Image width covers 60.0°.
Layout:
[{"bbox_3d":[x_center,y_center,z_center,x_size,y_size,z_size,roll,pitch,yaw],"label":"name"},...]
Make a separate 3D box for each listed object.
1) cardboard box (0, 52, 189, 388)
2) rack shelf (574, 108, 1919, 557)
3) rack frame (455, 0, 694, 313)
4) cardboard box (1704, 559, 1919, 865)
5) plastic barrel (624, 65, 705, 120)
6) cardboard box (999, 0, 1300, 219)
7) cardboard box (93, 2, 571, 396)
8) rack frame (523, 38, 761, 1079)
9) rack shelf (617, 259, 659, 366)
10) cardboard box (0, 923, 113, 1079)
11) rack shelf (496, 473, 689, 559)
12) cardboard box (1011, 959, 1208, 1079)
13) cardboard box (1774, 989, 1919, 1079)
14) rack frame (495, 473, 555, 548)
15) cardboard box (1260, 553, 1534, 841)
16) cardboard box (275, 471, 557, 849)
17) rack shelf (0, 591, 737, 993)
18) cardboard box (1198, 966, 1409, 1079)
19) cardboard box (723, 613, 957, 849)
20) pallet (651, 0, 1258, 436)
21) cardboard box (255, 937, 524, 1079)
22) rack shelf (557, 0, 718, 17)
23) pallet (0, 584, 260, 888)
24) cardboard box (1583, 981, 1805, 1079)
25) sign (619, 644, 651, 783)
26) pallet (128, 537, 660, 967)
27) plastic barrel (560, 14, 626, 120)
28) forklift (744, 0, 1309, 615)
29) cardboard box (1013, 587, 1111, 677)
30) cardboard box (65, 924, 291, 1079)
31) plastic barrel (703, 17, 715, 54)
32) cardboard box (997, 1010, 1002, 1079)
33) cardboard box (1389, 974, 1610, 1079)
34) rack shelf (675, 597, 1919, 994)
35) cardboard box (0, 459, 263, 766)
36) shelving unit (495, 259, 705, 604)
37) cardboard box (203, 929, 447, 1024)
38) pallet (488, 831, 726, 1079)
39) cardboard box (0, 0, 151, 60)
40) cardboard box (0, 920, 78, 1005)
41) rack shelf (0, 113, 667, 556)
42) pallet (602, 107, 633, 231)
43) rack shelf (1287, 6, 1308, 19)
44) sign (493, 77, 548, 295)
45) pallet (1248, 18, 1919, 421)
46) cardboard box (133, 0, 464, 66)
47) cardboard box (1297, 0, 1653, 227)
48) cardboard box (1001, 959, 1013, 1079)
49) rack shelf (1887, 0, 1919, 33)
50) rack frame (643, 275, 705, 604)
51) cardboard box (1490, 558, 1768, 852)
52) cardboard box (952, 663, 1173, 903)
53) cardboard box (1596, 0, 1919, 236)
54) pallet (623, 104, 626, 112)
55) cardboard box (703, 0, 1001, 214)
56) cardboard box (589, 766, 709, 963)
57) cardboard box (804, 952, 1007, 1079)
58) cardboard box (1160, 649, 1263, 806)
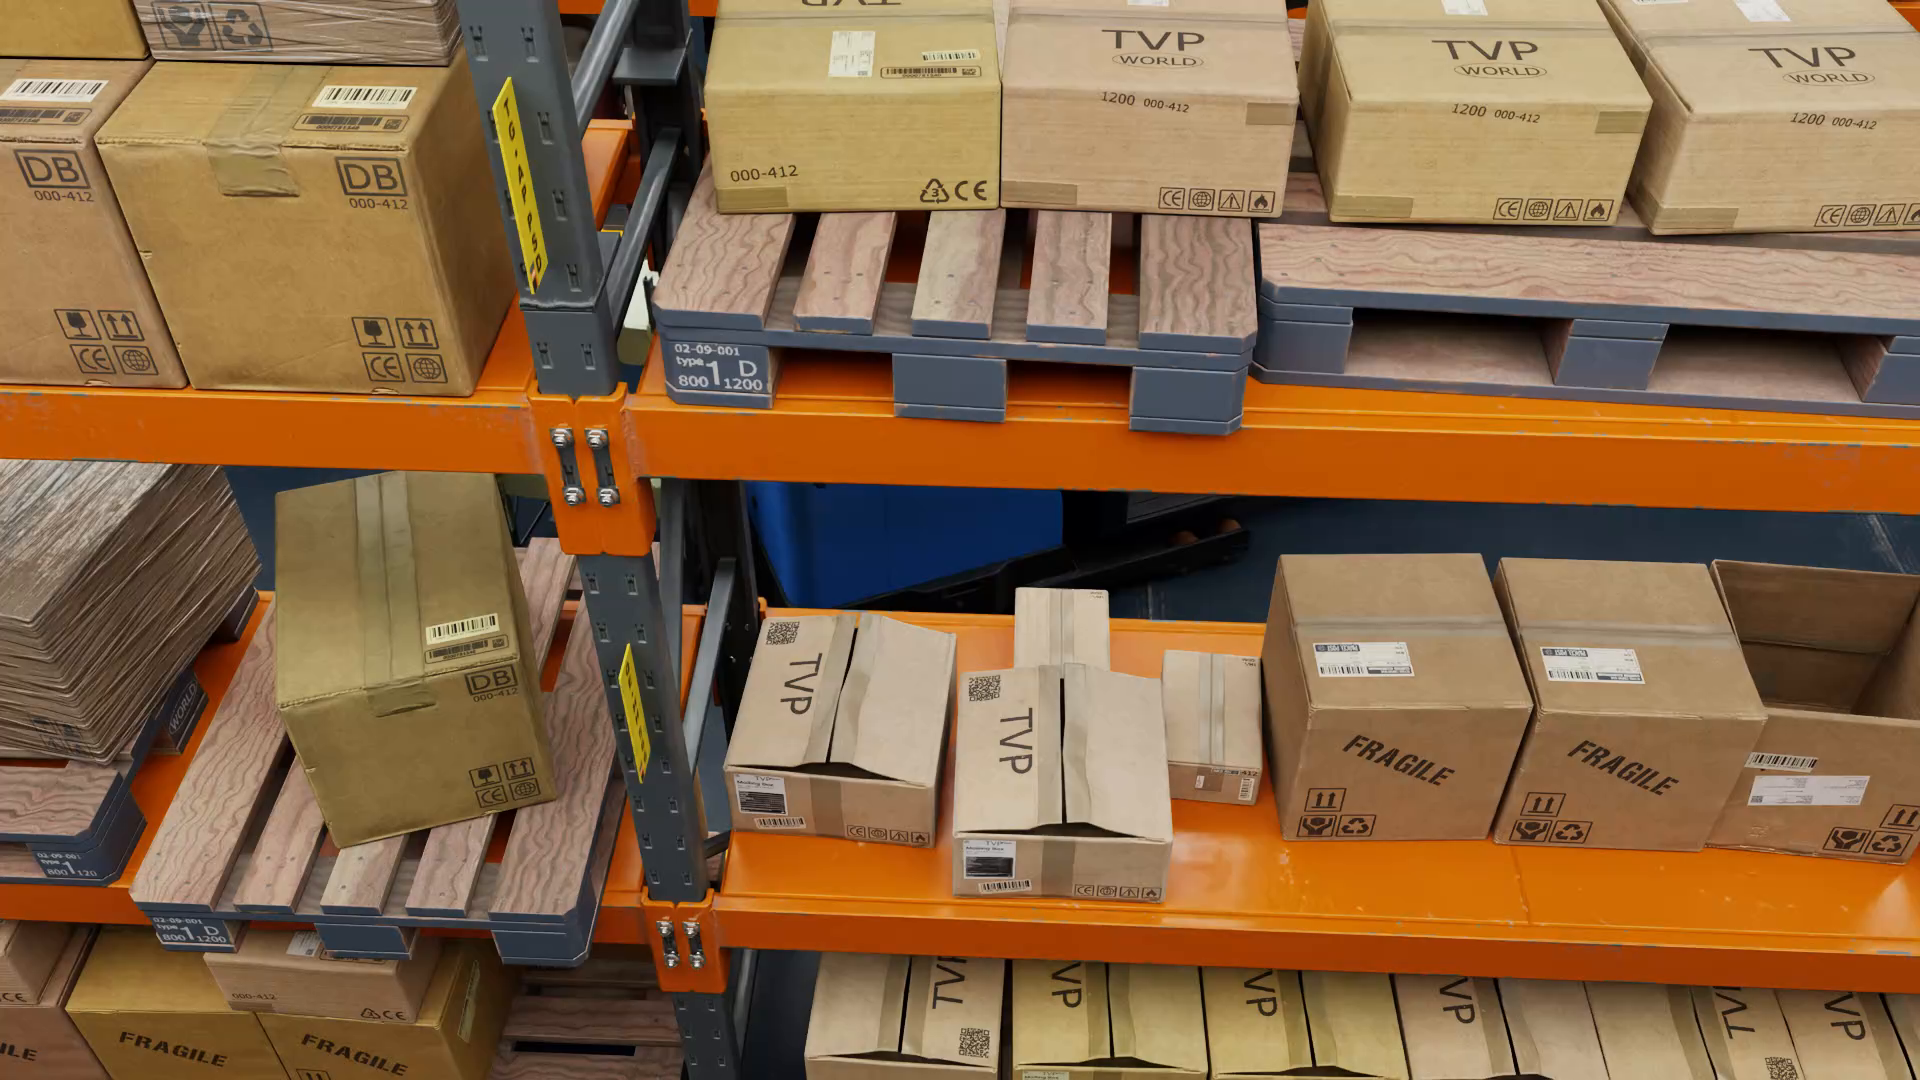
[{"bbox_3d":[-1.591,-0.761,3.093,0.500,0.500,0.910,2,43,2],"label":"cardboard box"},{"bbox_3d":[1.354,-0.394,3.299,4.000,0.370,1.077,2,43,2],"label":"rack shelf"},{"bbox_3d":[-0.644,-1.816,2.098,0.127,3.000,1.000,2,43,2],"label":"rack frame"},{"bbox_3d":[2.059,0.414,4.031,0.500,0.500,0.500,5,43,5],"label":"cardboard box"},{"bbox_3d":[-1.475,-2.197,8.425,0.421,0.512,0.421,0,43,0],"label":"plastic barrel"},{"bbox_3d":[0.336,-0.838,3.050,0.500,0.250,0.500,3,43,3],"label":"cardboard box"},{"bbox_3d":[-1.081,-0.746,3.076,0.500,0.500,0.910,2,43,2],"label":"cardboard box"},{"bbox_3d":[-0.644,0.379,4.143,0.127,3.000,1.000,2,43,2],"label":"rack frame"},{"bbox_3d":[-1.345,-0.777,5.911,0.720,0.370,0.431,9,44,9],"label":"rack shelf"},{"bbox_3d":[-2.630,1.236,4.734,0.500,0.500,0.500,0,43,0],"label":"cardboard box"},{"bbox_3d":[-1.345,-0.253,6.399,0.720,0.370,0.431,9,44,9],"label":"rack shelf"},{"bbox_3d":[0.391,1.253,4.502,0.500,0.311,0.500,1,43,1],"label":"cardboard box"},{"bbox_3d":[2.414,1.320,4.430,0.500,0.311,0.500,3,43,3],"label":"cardboard box"},{"bbox_3d":[-1.702,-0.547,6.237,0.023,1.500,0.400,9,44,9],"label":"rack frame"},{"bbox_3d":[1.033,0.383,4.065,0.500,0.500,0.500,0,43,0],"label":"cardboard box"},{"bbox_3d":[-1.278,0.246,3.904,0.500,0.500,0.700,-12,44,-12],"label":"cardboard box"},{"bbox_3d":[-2.642,0.581,4.454,4.000,0.370,1.077,2,43,2],"label":"rack shelf"},{"bbox_3d":[0.900,1.270,4.484,0.500,0.311,0.500,1,43,1],"label":"cardboard box"},{"bbox_3d":[-0.283,0.453,4.129,0.500,0.311,0.500,4,43,5],"label":"cardboard box"},{"bbox_3d":[0.038,-0.689,3.227,1.003,0.211,1.213,4,43,4],"label":"pallet"},{"bbox_3d":[-1.589,1.264,4.704,0.500,0.500,0.500,3,43,4],"label":"cardboard box"},{"bbox_3d":[-2.415,-2.792,8.074,4.000,0.370,1.077,2,43,2],"label":"rack shelf"},{"bbox_3d":[-2.587,0.393,4.269,1.213,0.211,1.003,2,43,2],"label":"pallet"},{"bbox_3d":[1.916,1.303,4.448,0.500,0.311,0.500,2,43,2],"label":"cardboard box"},{"bbox_3d":[-0.659,0.354,3.378,0.005,0.325,0.100,2,43,2],"label":"sign"},{"bbox_3d":[-1.324,0.476,4.179,1.003,0.211,1.213,2,43,2],"label":"pallet"},{"bbox_3d":[-2.035,-2.303,8.483,0.708,0.588,0.600,2,43,2],"label":"plastic barrel"},{"bbox_3d":[0.618,-1.264,5.957,3.031,2.935,1.130,-15,45,-16],"label":"forklift"},{"bbox_3d":[0.267,0.310,4.400,0.250,0.149,0.380,2,43,2],"label":"cardboard box"},{"bbox_3d":[-2.106,1.248,4.721,0.500,0.500,0.500,0,43,0],"label":"cardboard box"},{"bbox_3d":[-0.907,-2.357,8.363,0.708,0.830,0.600,2,43,2],"label":"plastic barrel"},{"bbox_3d":[-0.134,1.448,4.705,0.500,0.250,0.500,2,43,2],"label":"cardboard box"},{"bbox_3d":[1.414,1.285,4.467,0.500,0.311,0.500,1,43,1],"label":"cardboard box"},{"bbox_3d":[1.354,0.704,4.322,4.000,0.370,1.077,2,43,2],"label":"rack shelf"},{"bbox_3d":[-2.183,0.088,4.073,0.500,0.500,0.700,9,44,10],"label":"cardboard box"},{"bbox_3d":[-1.345,-0.491,6.177,0.755,1.500,0.431,9,44,9],"label":"shelving unit"},{"bbox_3d":[-1.645,0.991,4.447,0.500,0.250,0.500,3,43,4],"label":"cardboard box"},{"bbox_3d":[-1.388,1.351,5.145,1.213,0.211,1.003,2,43,2],"label":"pallet"},{"bbox_3d":[-1.589,-1.154,2.781,0.500,0.500,0.500,2,43,2],"label":"cardboard box"},{"bbox_3d":[-2.668,0.962,4.478,0.500,0.250,0.500,1,43,1],"label":"cardboard box"},{"bbox_3d":[-2.642,-0.517,3.431,4.000,0.370,1.077,2,43,2],"label":"rack shelf"},{"bbox_3d":[-1.207,-1.969,8.709,1.213,0.211,1.003,2,43,2],"label":"pallet"},{"bbox_3d":[1.581,-2.669,7.942,4.000,0.370,1.077,2,43,2],"label":"rack shelf"},{"bbox_3d":[-0.671,-0.538,2.547,0.005,0.325,0.100,2,43,2],"label":"sign"},{"bbox_3d":[1.155,-0.657,3.193,1.213,0.211,1.003,4,43,4],"label":"pallet"},{"bbox_3d":[-1.080,-1.139,2.764,0.500,0.500,0.500,2,43,2],"label":"cardboard box"},{"bbox_3d":[0.907,-0.813,3.023,0.500,0.250,0.500,1,43,1],"label":"cardboard box"},{"bbox_3d":[0.368,1.462,4.689,0.500,0.250,0.500,1,43,1],"label":"cardboard box"},{"bbox_3d":[5.577,-2.546,7.811,4.000,0.370,1.077,2,43,2],"label":"rack shelf"},{"bbox_3d":[-0.988,-0.435,6.117,0.023,1.500,0.400,9,44,9],"label":"rack frame"},{"bbox_3d":[1.559,0.399,4.048,0.500,0.500,0.500,2,43,2],"label":"cardboard box"},{"bbox_3d":[0.241,0.571,4.002,0.500,0.311,0.500,1,43,1],"label":"cardboard box"},{"bbox_3d":[1.445,-0.795,3.004,0.500,0.250,0.500,-2,43,-2],"label":"cardboard box"},{"bbox_3d":[-2.422,-2.009,8.751,1.213,0.211,1.003,2,43,2],"label":"pallet"},{"bbox_3d":[-0.188,-0.842,3.054,0.500,0.250,0.500,-1,43,-1],"label":"cardboard box"},{"bbox_3d":[-1.086,0.924,5.068,0.500,0.500,0.500,3,43,4],"label":"cardboard box"},{"bbox_3d":[-0.134,1.242,4.514,0.500,0.311,0.500,3,43,3],"label":"cardboard box"},{"bbox_3d":[0.632,0.472,4.227,0.250,0.149,0.380,5,43,5],"label":"cardboard box"}]
